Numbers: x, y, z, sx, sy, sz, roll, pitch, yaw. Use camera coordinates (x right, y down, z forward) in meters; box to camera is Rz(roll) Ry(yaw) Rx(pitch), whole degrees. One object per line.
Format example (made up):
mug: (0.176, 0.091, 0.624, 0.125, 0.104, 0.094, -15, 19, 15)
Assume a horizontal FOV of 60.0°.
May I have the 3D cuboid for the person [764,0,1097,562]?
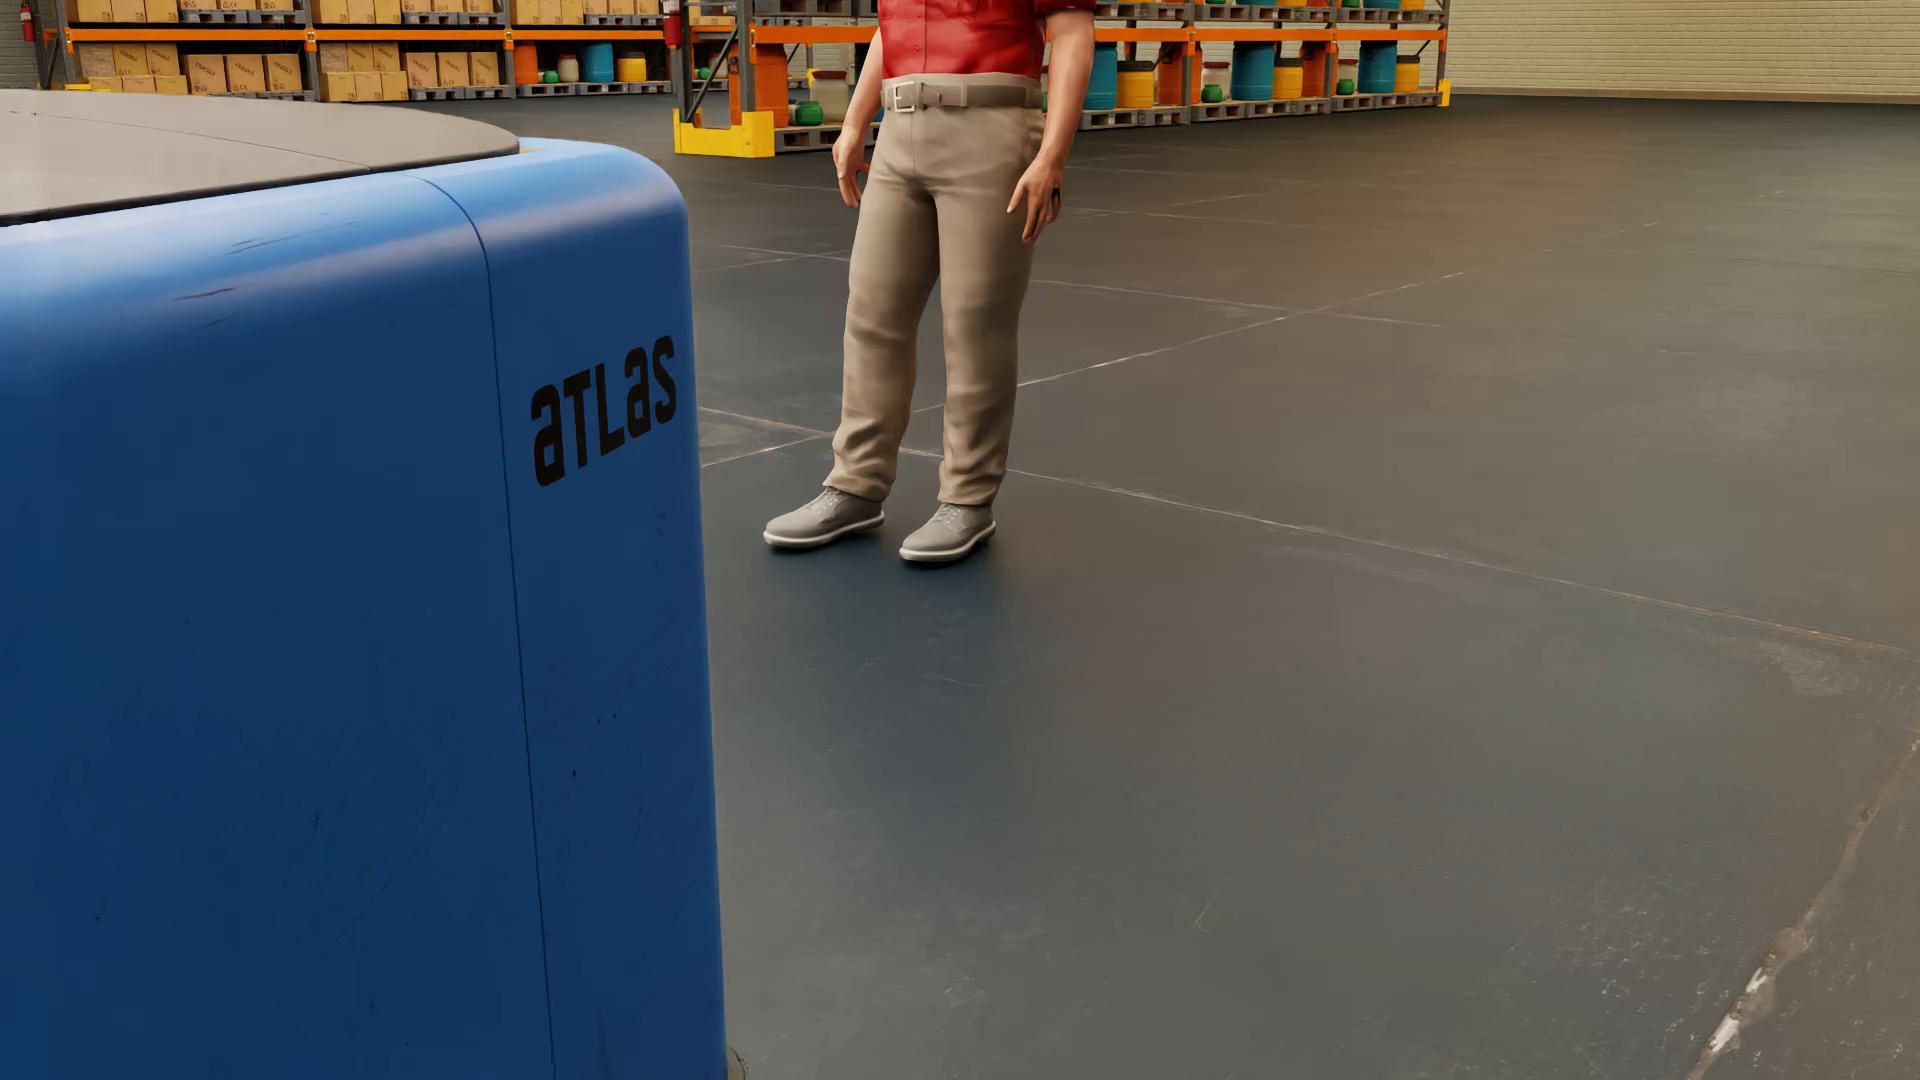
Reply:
person: (-0.066, -0.817, 3.629, 0.641, 1.728, 0.550, 13, 21, 37)
